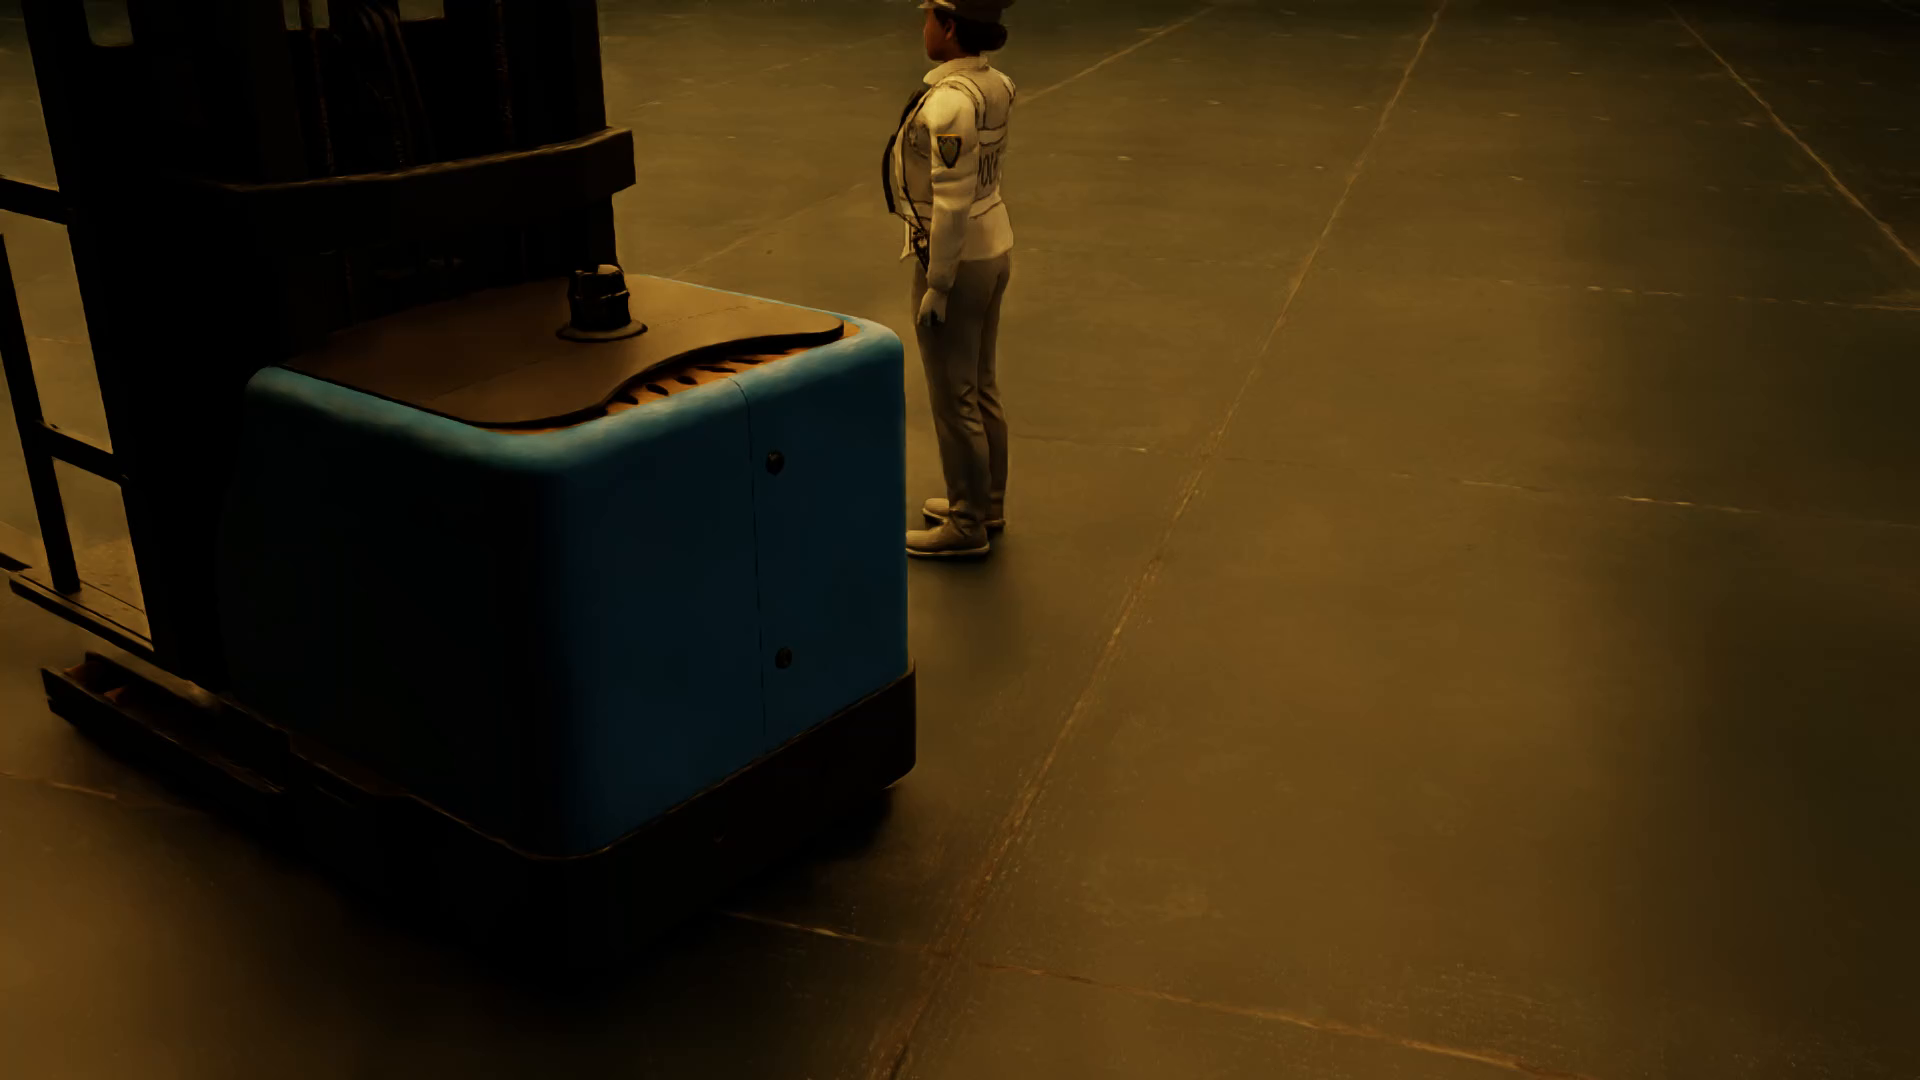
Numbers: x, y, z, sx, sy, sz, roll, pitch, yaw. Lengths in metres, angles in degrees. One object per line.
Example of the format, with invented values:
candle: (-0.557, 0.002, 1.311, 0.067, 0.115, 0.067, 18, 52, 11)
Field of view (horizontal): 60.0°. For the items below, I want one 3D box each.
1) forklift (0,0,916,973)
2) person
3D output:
forklift: (-1.577, -0.993, 3.686, 3.031, 2.935, 1.130, 16, 27, 34)
person: (-0.015, -0.781, 4.802, 0.337, 1.692, 0.463, 7, 23, 16)
